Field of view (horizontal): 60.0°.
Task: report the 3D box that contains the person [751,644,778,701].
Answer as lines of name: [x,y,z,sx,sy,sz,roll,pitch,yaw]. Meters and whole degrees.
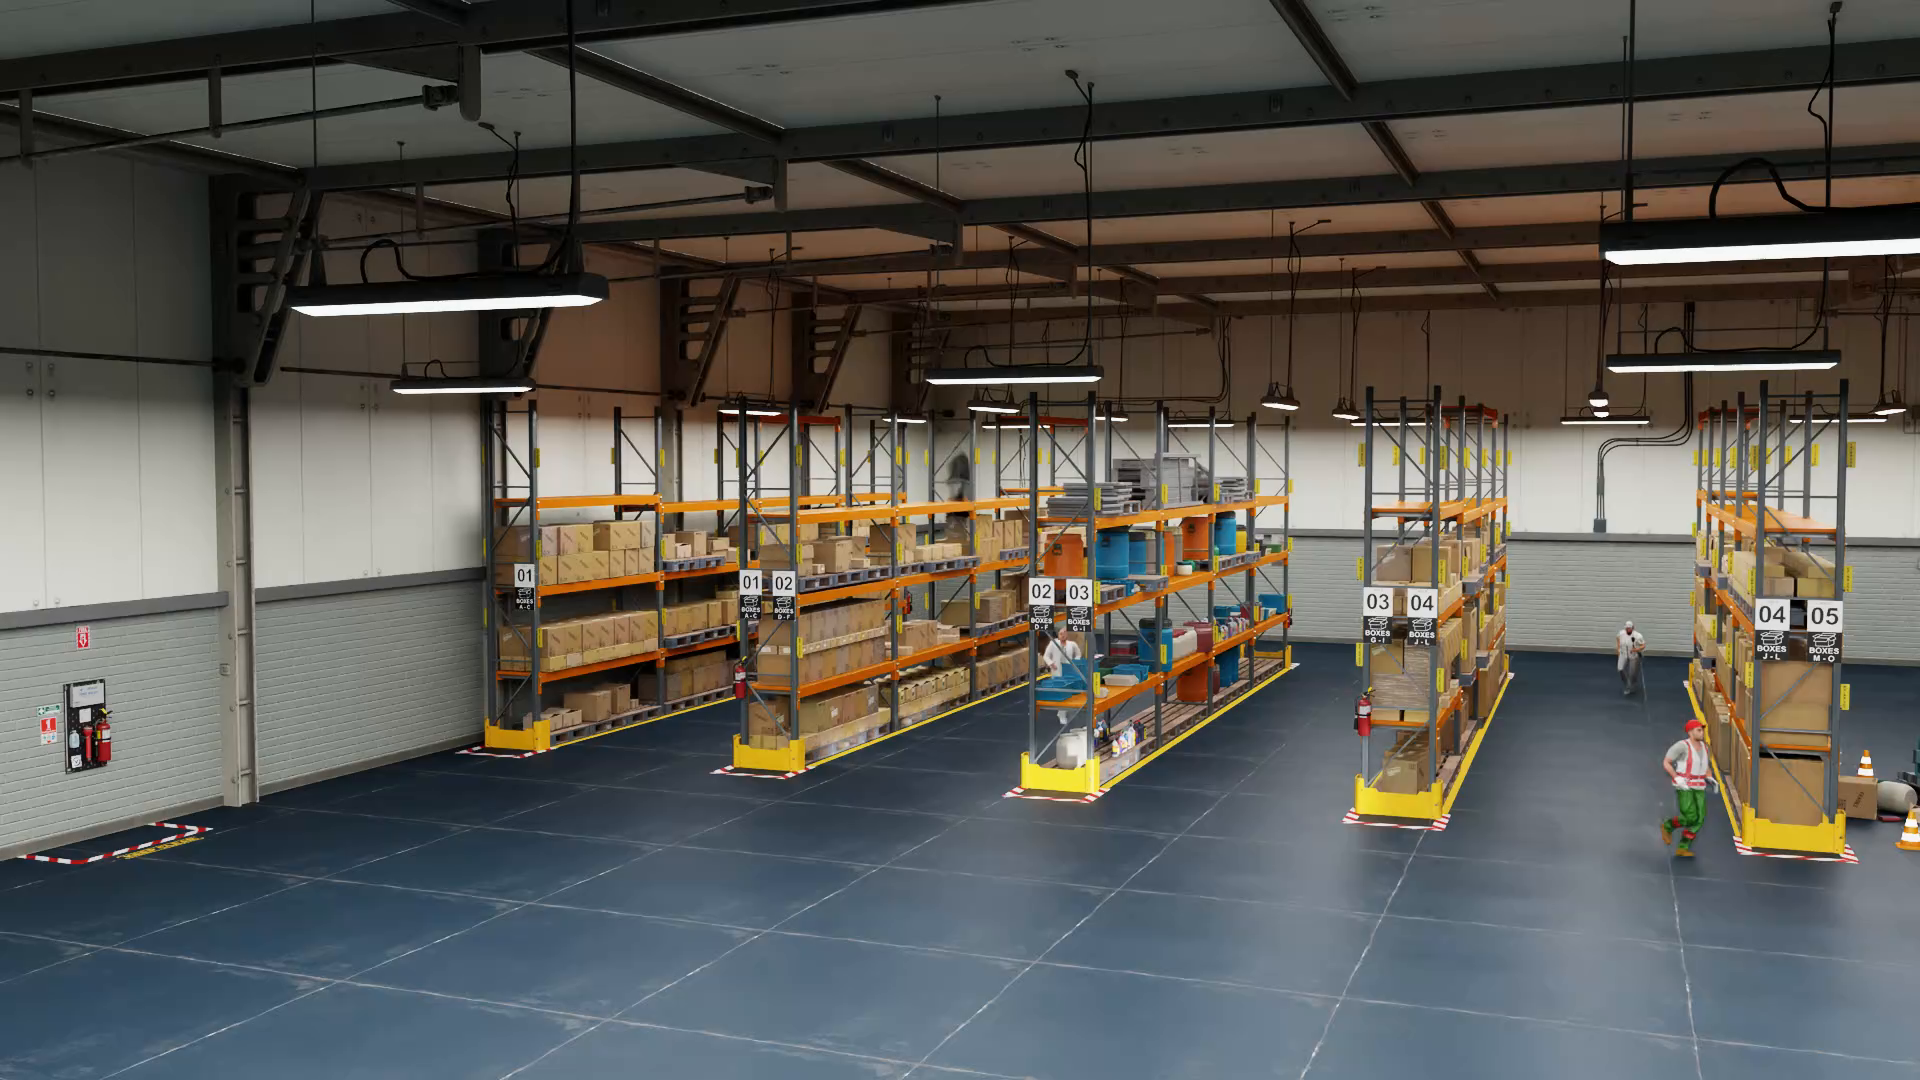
person: [-3.767,2.620,32.646,0.684,1.544,0.867,0,3,-5]

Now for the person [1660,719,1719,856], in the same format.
person: [9.192,3.115,20.974,0.681,1.730,0.564,-1,3,-19]

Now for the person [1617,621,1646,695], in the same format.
person: [14.256,2.498,35.325,0.620,1.608,0.878,2,3,34]

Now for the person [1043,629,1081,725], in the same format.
person: [1.940,2.562,31.595,0.713,1.776,0.955,0,3,6]
